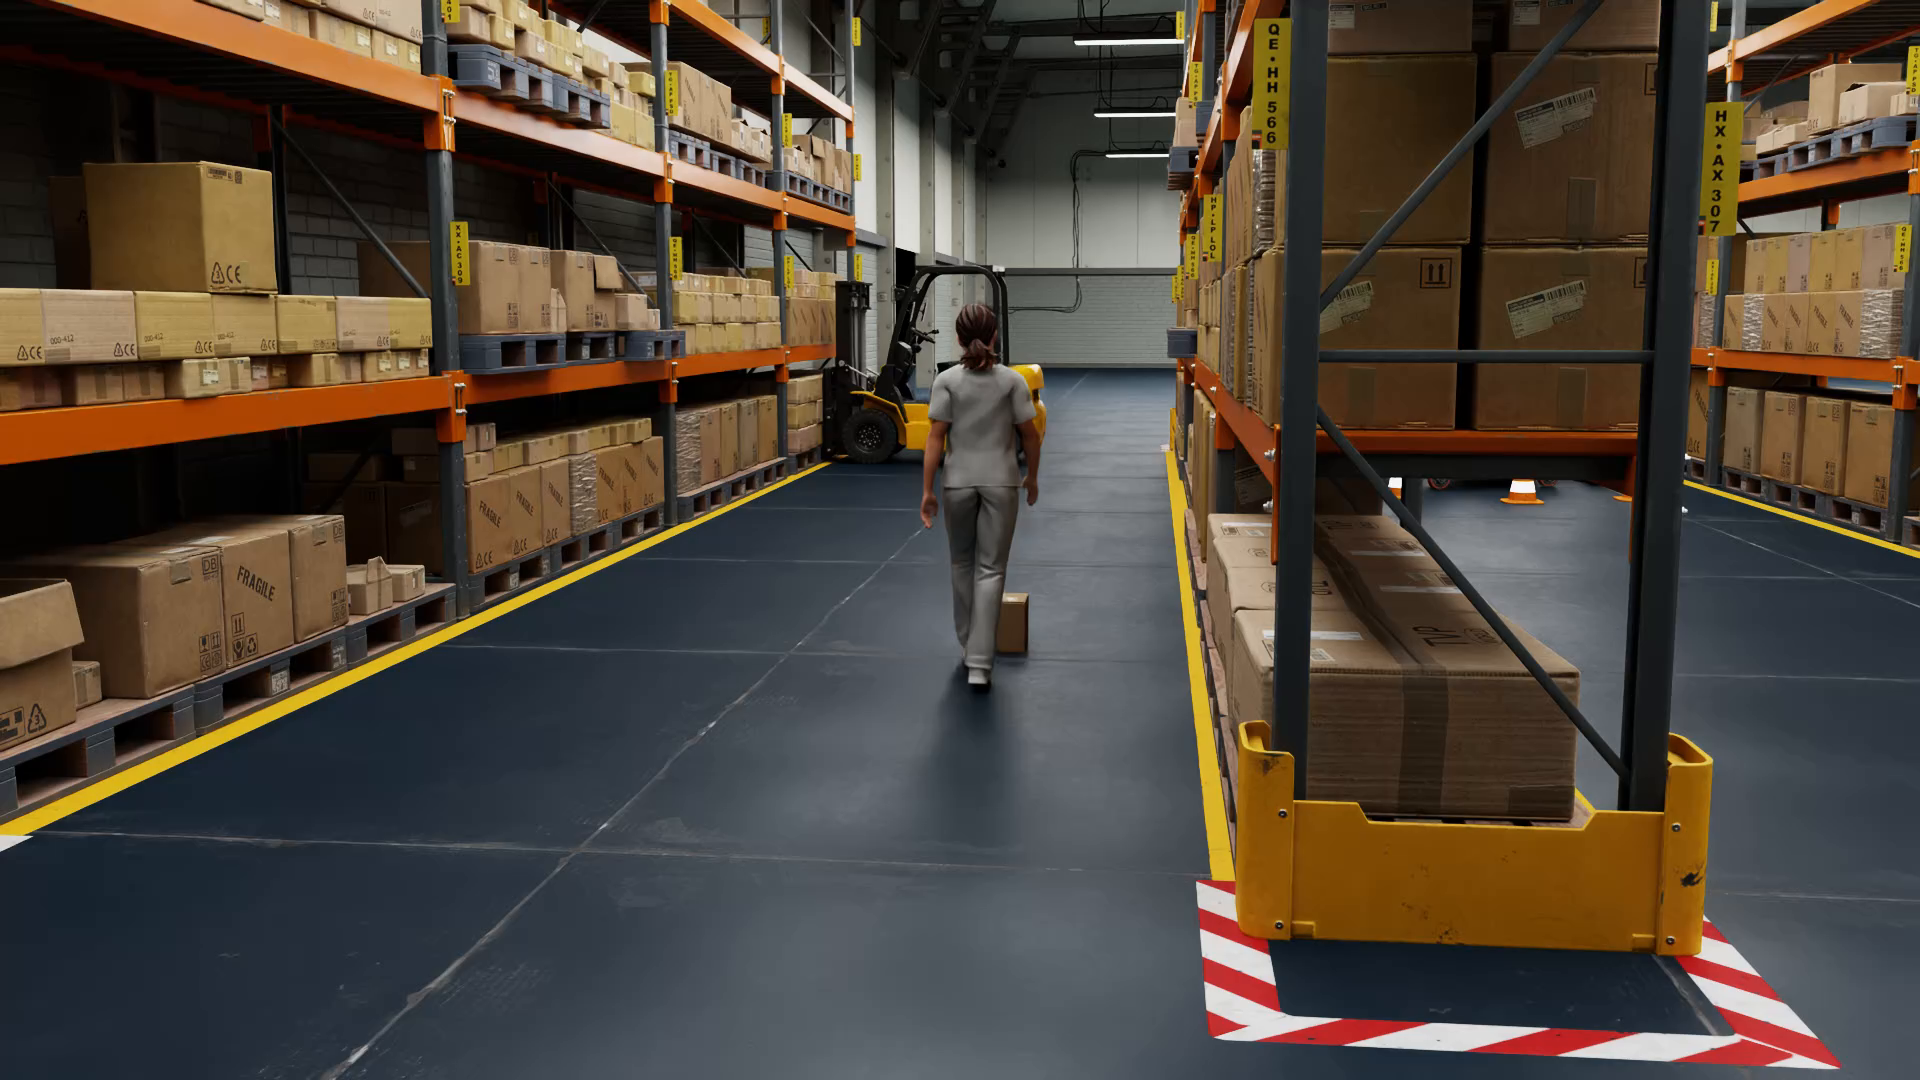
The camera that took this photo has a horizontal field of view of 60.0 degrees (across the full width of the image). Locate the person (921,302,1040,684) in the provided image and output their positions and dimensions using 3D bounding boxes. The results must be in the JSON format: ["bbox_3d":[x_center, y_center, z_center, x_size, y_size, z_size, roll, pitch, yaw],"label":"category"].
[{"bbox_3d":[0.122,-0.228,7.434,0.493,1.649,0.798,1,8,10],"label":"person"}]
